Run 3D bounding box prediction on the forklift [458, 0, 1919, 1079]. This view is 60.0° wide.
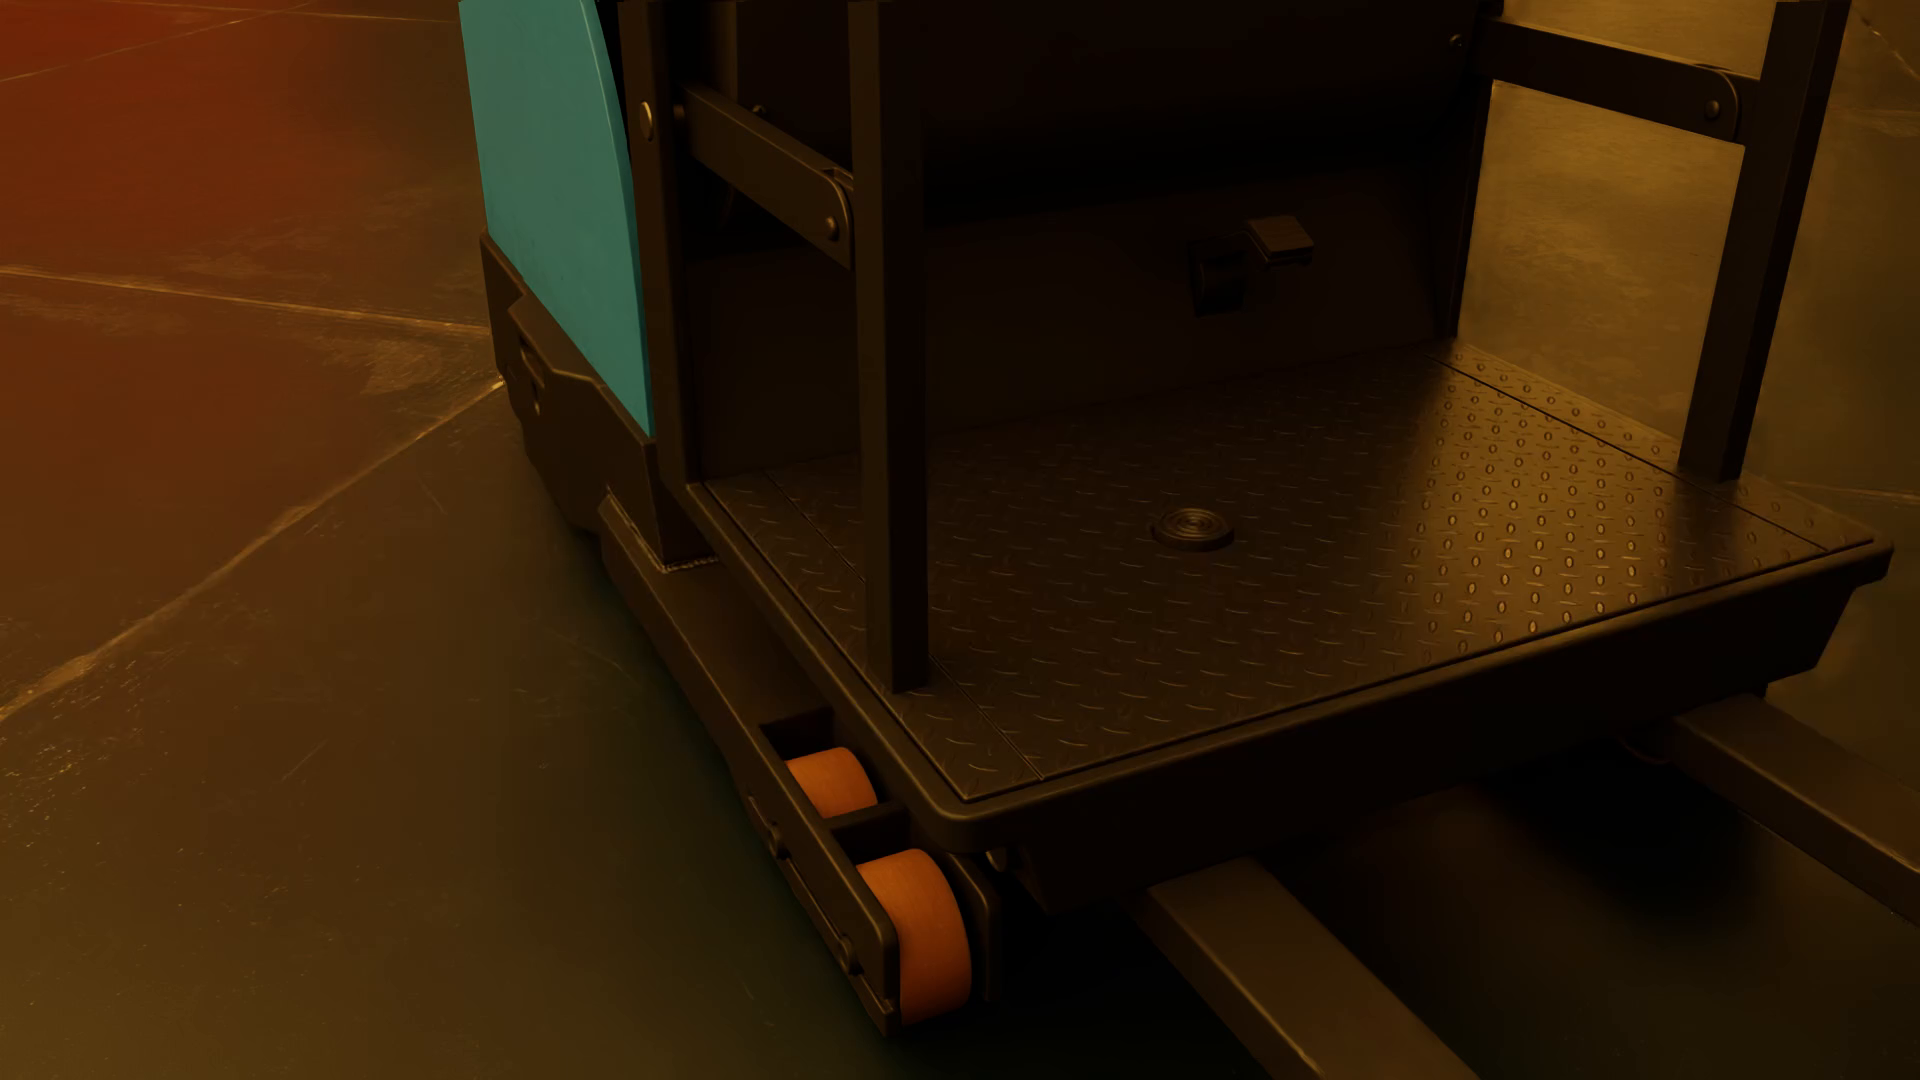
[{"bbox_3d":[0.273,-1.070,1.372,1.130,2.935,3.031,-12,30,-23],"label":"forklift"}]
